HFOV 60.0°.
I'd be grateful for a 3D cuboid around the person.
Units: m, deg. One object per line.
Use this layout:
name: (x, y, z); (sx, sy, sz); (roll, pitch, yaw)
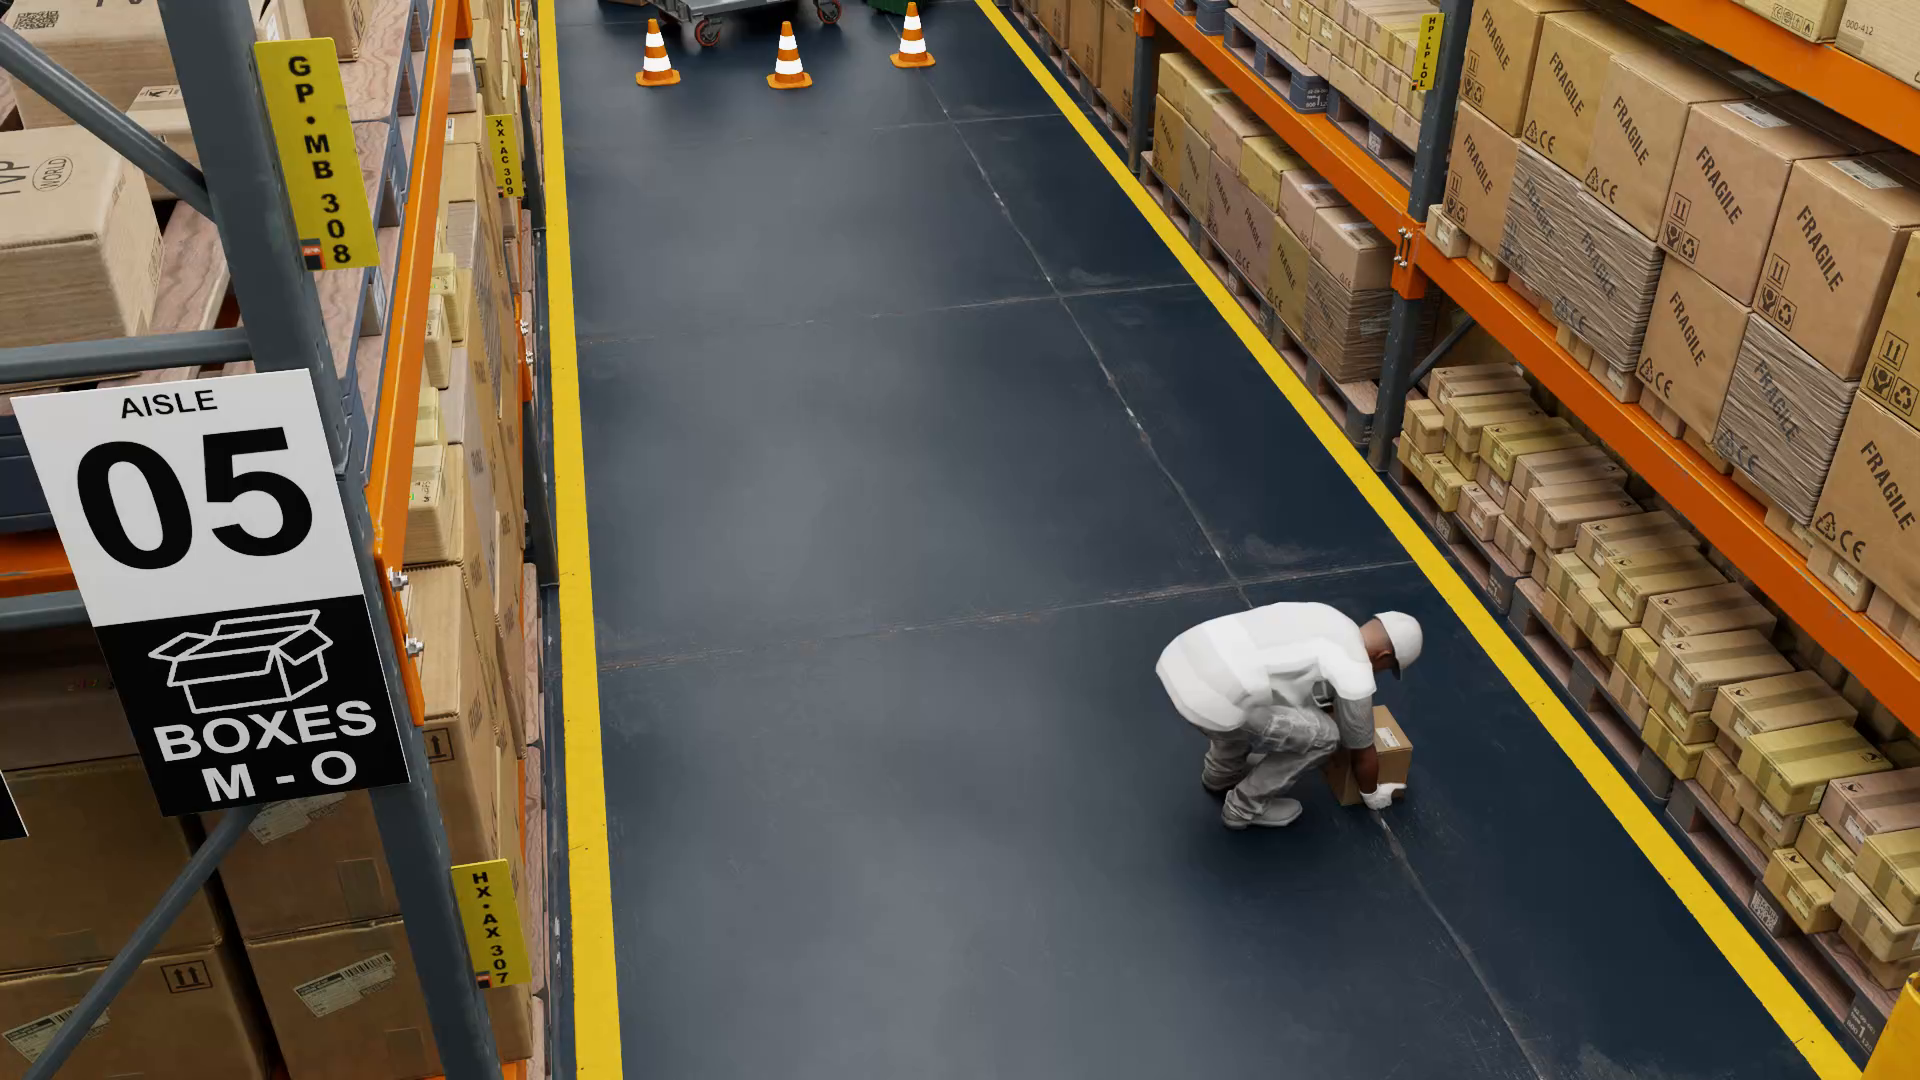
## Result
person: (1.199, 0.616, 6.090); (0.992, 0.844, 0.530); (-8, 35, -12)
